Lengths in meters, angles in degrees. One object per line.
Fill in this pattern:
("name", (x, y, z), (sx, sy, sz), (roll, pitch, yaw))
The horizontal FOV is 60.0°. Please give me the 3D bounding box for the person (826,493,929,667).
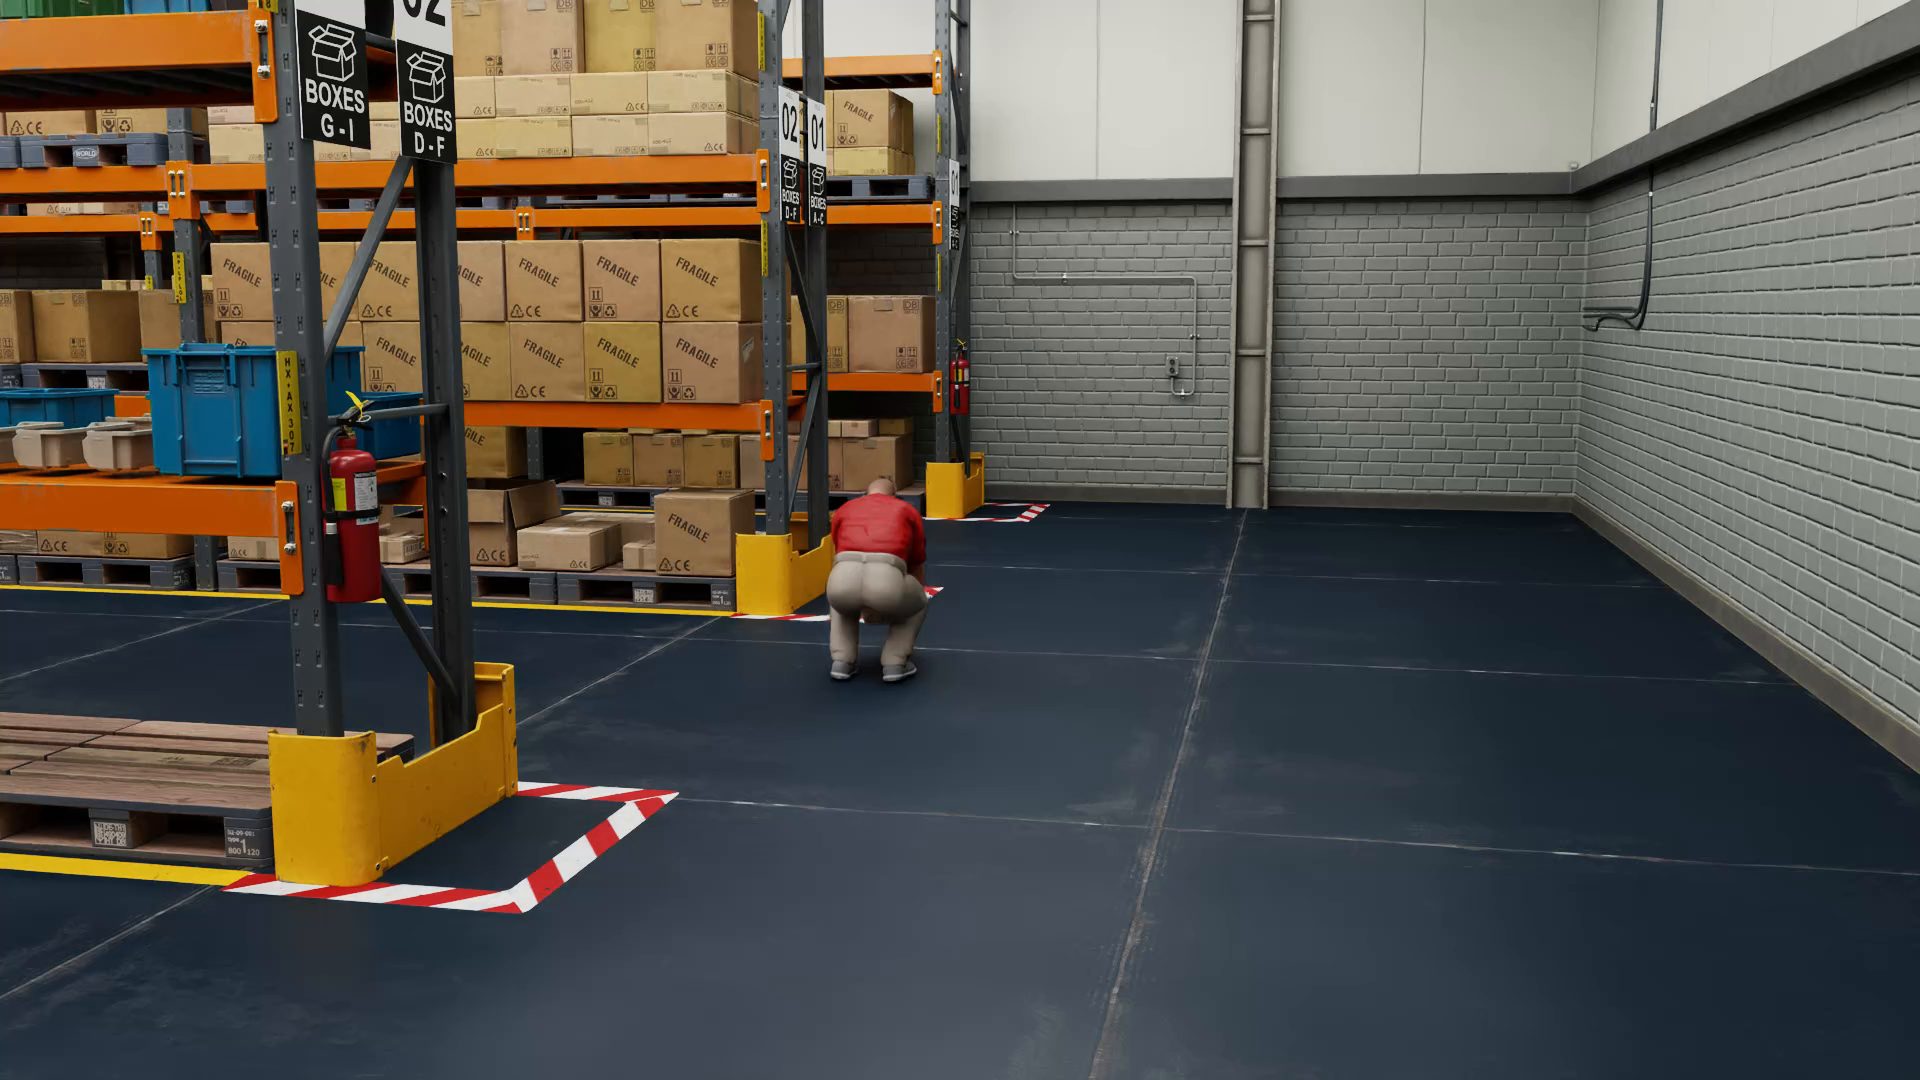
("person", (-0.438, 0.213, 8.626), (0.527, 0.856, 0.823), (1, 8, 10))
